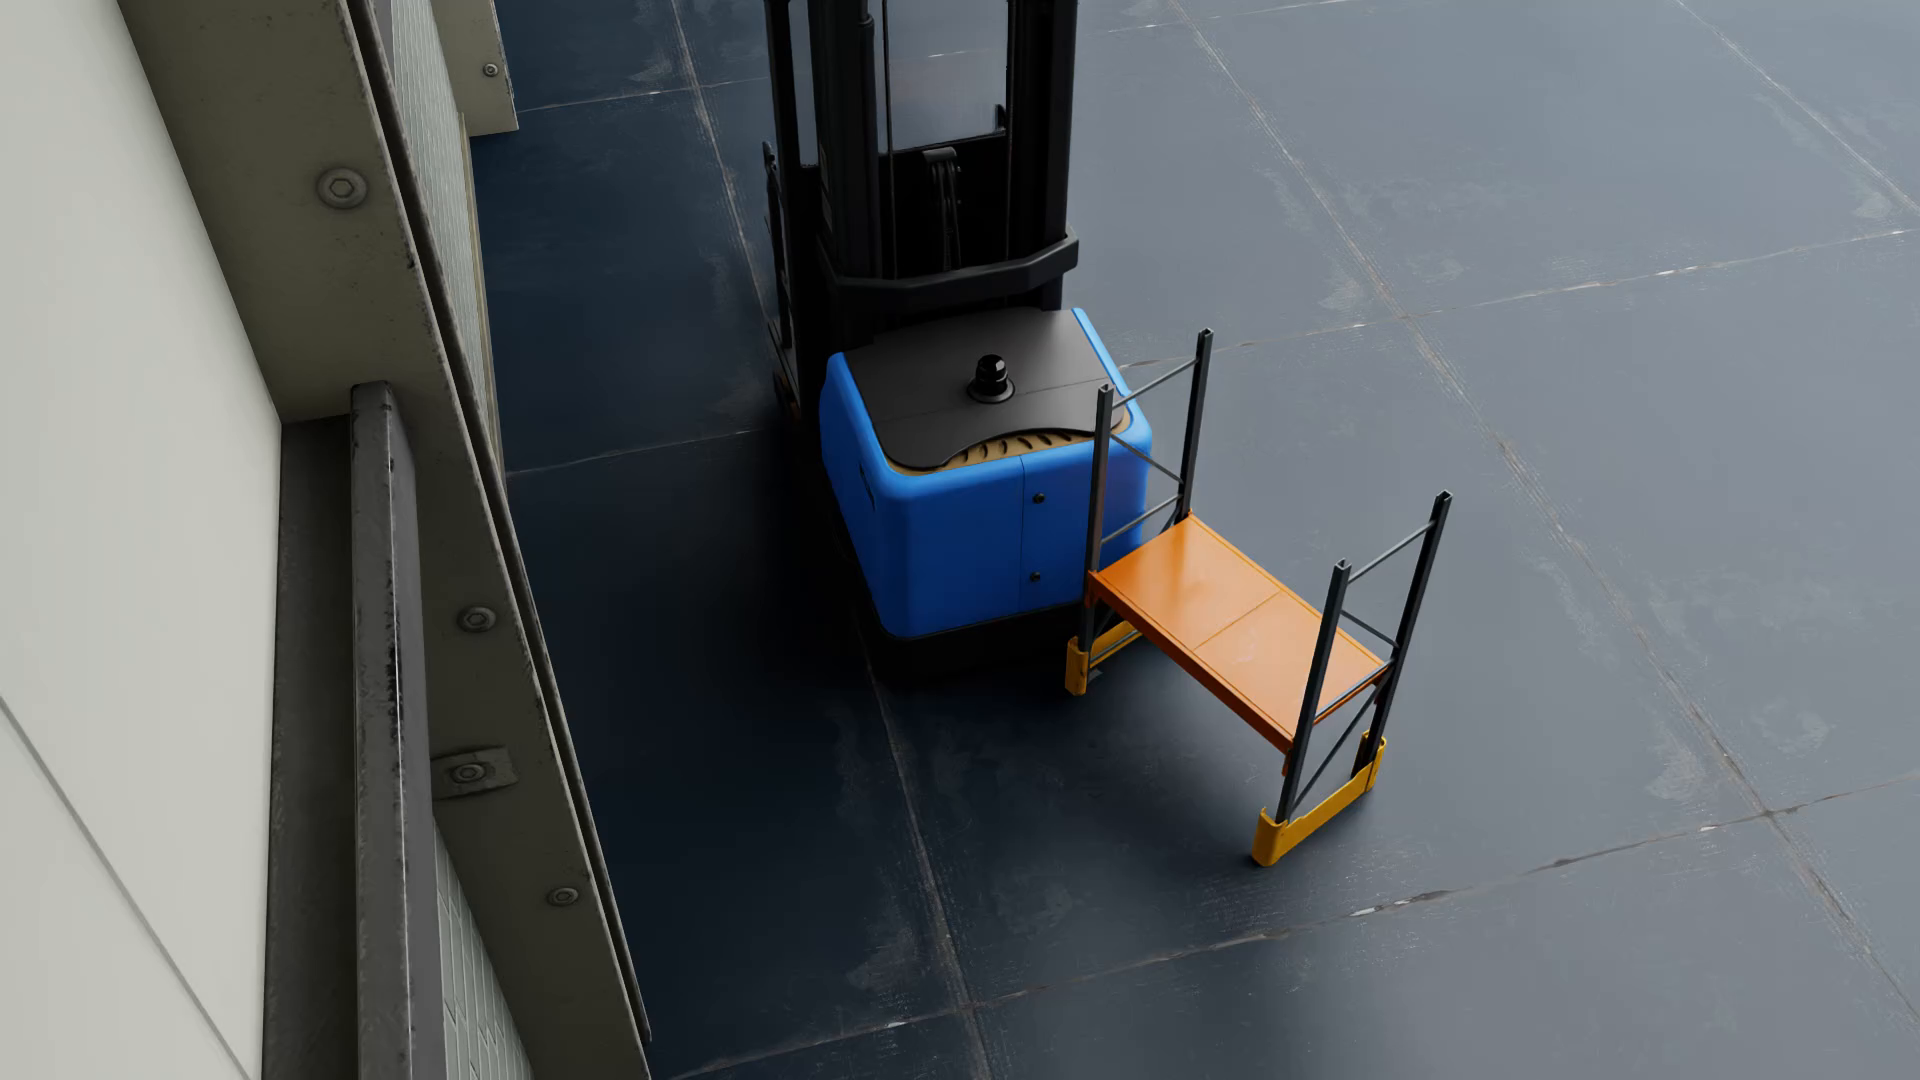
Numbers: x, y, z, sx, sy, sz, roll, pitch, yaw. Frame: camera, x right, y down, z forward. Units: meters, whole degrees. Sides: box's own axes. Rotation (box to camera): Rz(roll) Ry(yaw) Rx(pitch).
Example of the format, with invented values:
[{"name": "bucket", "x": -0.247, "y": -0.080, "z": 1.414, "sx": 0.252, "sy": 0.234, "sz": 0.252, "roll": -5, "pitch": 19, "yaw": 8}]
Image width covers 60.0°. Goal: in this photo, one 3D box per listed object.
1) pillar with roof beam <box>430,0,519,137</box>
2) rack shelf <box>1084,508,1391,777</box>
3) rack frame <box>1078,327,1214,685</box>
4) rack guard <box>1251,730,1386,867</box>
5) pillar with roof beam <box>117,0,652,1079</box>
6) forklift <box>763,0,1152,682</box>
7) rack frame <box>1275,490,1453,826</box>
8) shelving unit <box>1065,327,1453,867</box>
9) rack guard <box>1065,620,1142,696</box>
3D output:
[{"name": "pillar with roof beam", "x": 1.512, "y": -6.322, "z": 6.896, "sx": 9.100, "sy": 9.000, "sz": 0.400, "roll": -11, "pitch": 47, "yaw": -10}, {"name": "rack shelf", "x": 0.971, "y": 0.336, "z": 5.873, "sx": 0.538, "sy": 0.185, "sz": 1.000, "roll": -30, "pitch": 53, "yaw": -26}, {"name": "rack frame", "x": 0.650, "y": -0.071, "z": 6.021, "sx": 0.500, "sy": 1.500, "sz": 0.032, "roll": -30, "pitch": 53, "yaw": -26}, {"name": "rack guard", "x": 1.279, "y": 0.919, "z": 5.925, "sx": 0.587, "sy": 0.250, "sz": 0.087, "roll": -30, "pitch": 53, "yaw": -26}, {"name": "pillar with roof beam", "x": 3.048, "y": -2.180, "z": 2.836, "sx": 9.100, "sy": 9.000, "sz": 0.400, "roll": -11, "pitch": 47, "yaw": -10}, {"name": "forklift", "x": -0.212, "y": -1.558, "z": 6.475, "sx": 1.130, "sy": 2.935, "sz": 3.031, "roll": -12, "pitch": 47, "yaw": -12}, {"name": "rack frame", "x": 1.291, "y": 0.492, "z": 5.468, "sx": 0.500, "sy": 1.500, "sz": 0.032, "roll": -30, "pitch": 53, "yaw": -26}, {"name": "shelving unit", "x": 0.965, "y": 0.205, "z": 5.749, "sx": 0.587, "sy": 1.500, "sz": 1.083, "roll": -30, "pitch": 53, "yaw": -26}, {"name": "rack guard", "x": 0.651, "y": 0.367, "z": 6.466, "sx": 0.587, "sy": 0.250, "sz": 0.087, "roll": -30, "pitch": 53, "yaw": -26}]
